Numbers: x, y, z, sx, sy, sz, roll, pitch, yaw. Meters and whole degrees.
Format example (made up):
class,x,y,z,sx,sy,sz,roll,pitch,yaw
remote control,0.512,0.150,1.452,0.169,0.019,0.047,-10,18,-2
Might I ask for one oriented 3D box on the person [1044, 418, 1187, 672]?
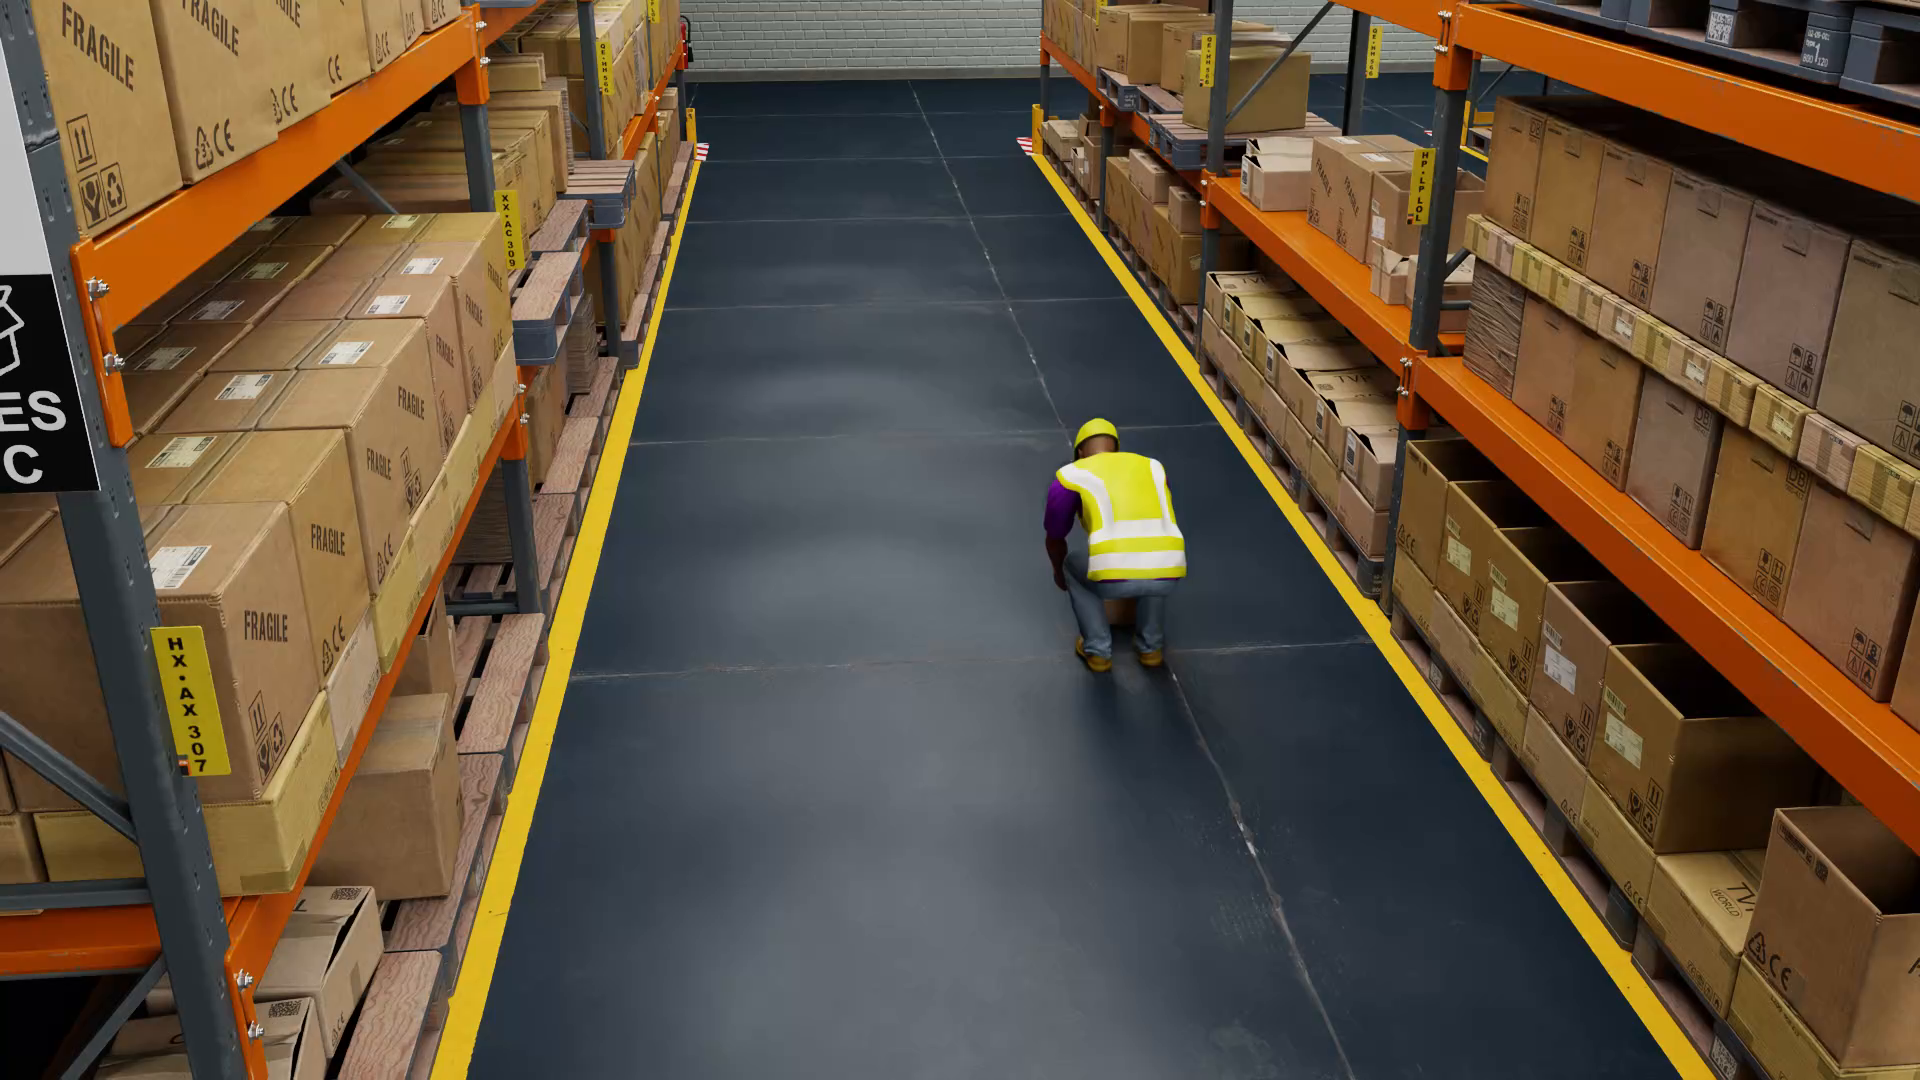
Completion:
class,x,y,z,sx,sy,sz,roll,pitch,yaw
person,0.687,0.036,7.457,0.585,0.995,0.890,-2,24,-5
